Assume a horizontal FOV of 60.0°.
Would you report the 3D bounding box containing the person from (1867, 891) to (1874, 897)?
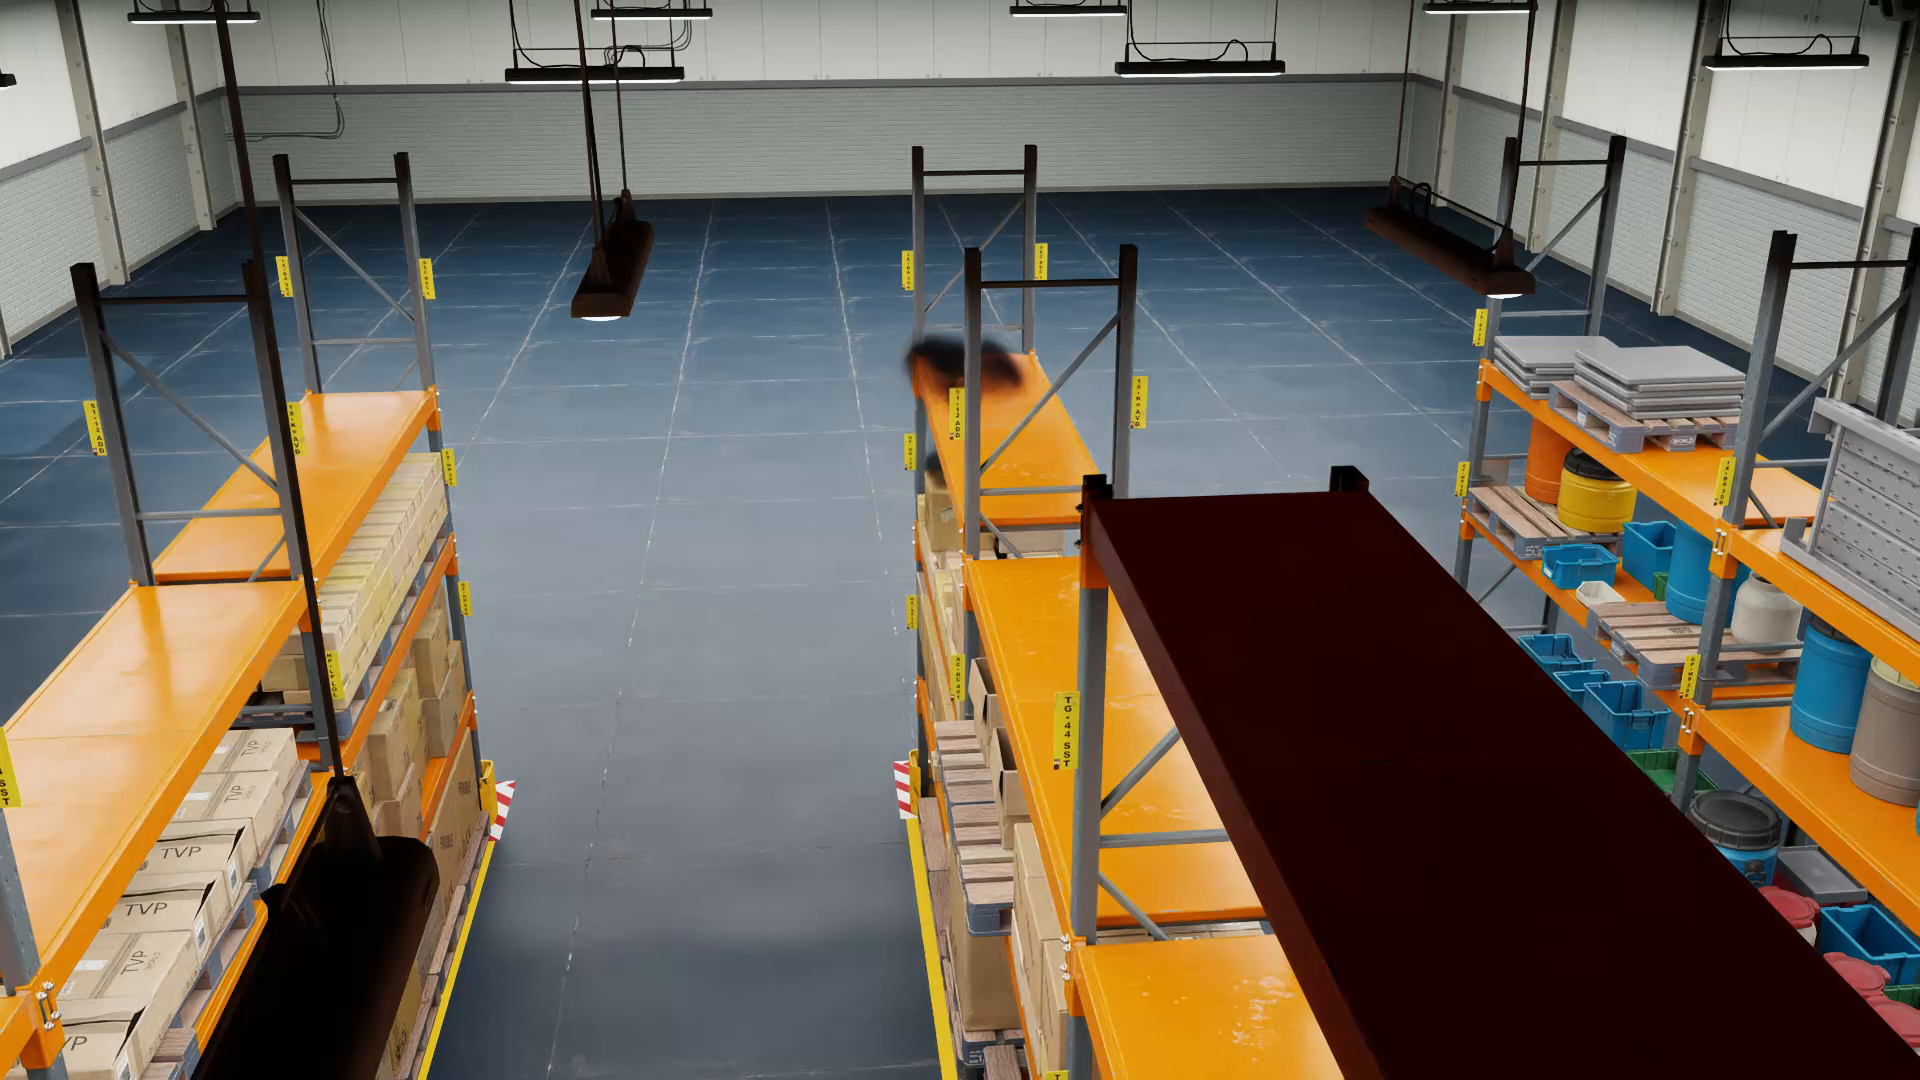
[{"bbox_3d":[6.897,2.662,12.744,0.541,1.642,0.705,0,22,0],"label":"person"}]
